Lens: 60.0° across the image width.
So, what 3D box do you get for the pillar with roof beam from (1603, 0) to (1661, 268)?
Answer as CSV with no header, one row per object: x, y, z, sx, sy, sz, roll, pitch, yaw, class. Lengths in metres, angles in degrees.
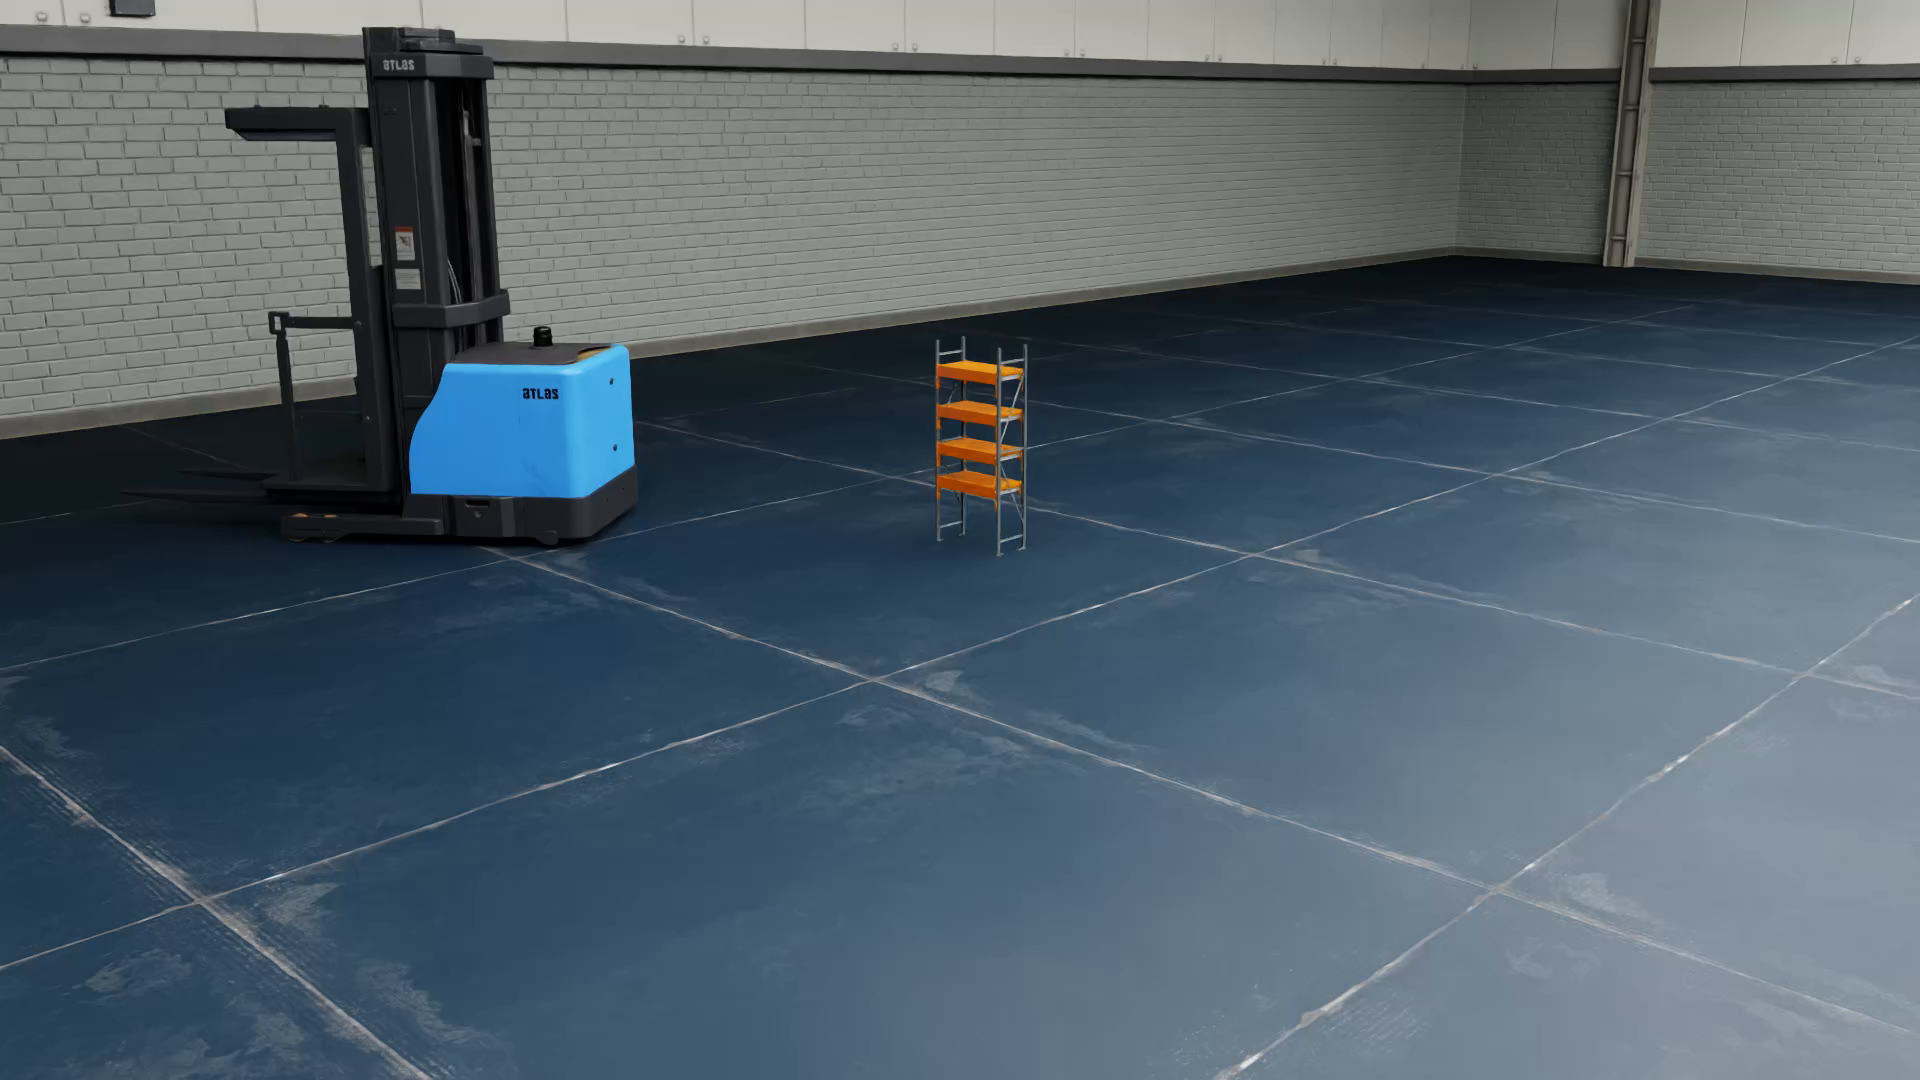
7.697,-8.017,22.854,0.400,9.000,9.100,14,20,42,pillar with roof beam

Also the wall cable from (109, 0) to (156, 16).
-5.781,-7.203,12.984,0.169,6.003,2.305,14,20,42,wall cable

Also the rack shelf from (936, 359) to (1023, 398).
0.119,-0.932,9.571,0.480,0.148,0.258,14,20,42,rack shelf

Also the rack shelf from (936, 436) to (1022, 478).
0.119,-0.487,9.687,0.480,0.148,0.258,14,20,42,rack shelf

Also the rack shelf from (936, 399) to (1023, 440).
0.119,-0.703,9.630,0.480,0.148,0.258,14,20,42,rack shelf

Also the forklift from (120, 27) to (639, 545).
-3.602,-1.532,10.000,3.031,2.935,1.130,2,15,7,forklift

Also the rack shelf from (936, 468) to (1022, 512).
0.119,-0.294,9.737,0.480,0.148,0.258,14,20,42,rack shelf

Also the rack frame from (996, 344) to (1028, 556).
0.295,-0.509,9.506,0.015,1.200,0.240,14,20,42,rack frame

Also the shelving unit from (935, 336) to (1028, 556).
0.119,-0.552,9.670,0.503,1.200,0.258,14,20,42,shelving unit

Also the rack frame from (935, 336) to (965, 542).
-0.056,-0.594,9.833,0.015,1.200,0.240,14,20,42,rack frame
